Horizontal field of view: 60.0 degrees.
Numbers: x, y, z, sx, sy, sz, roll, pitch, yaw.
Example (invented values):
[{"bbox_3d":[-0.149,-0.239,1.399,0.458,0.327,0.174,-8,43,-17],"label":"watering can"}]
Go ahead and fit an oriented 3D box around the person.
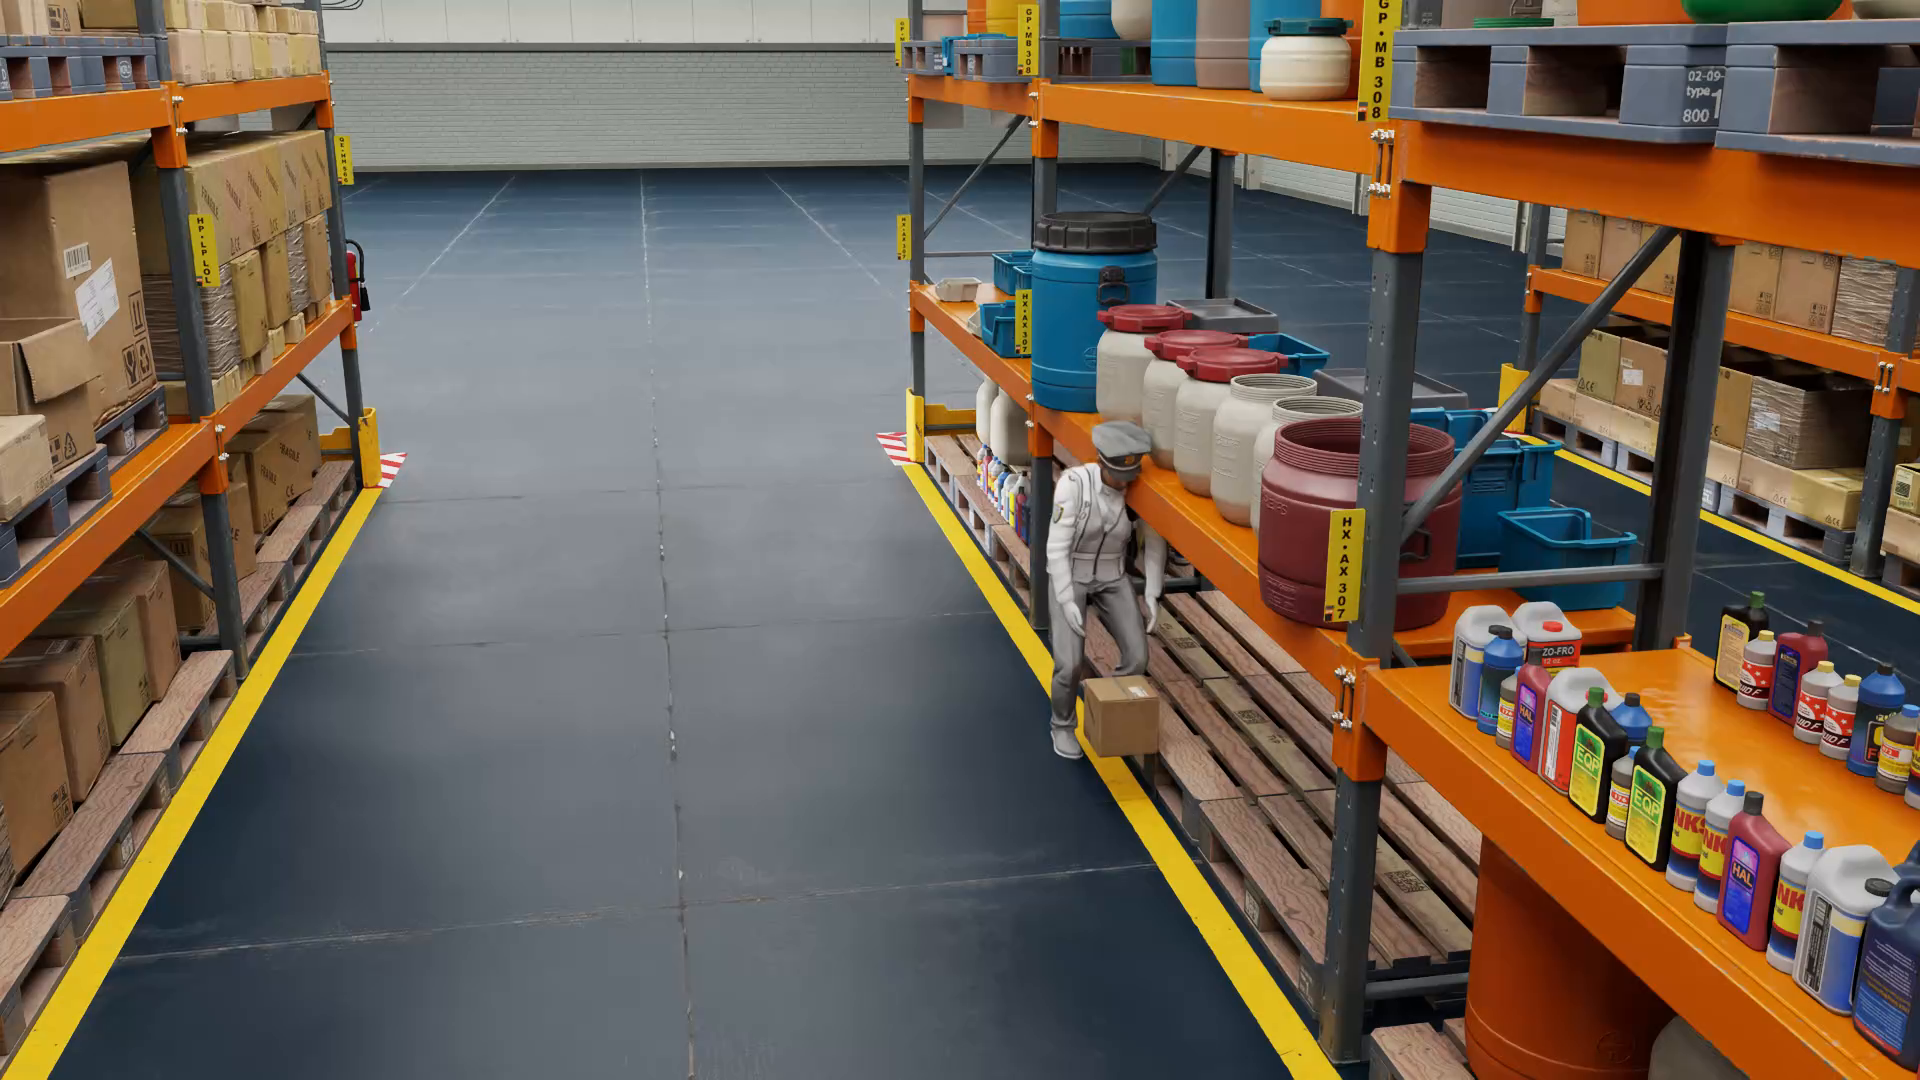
[{"bbox_3d":[0.621,0.205,7.152,0.529,1.501,0.613,-3,17,-10],"label":"person"}]
